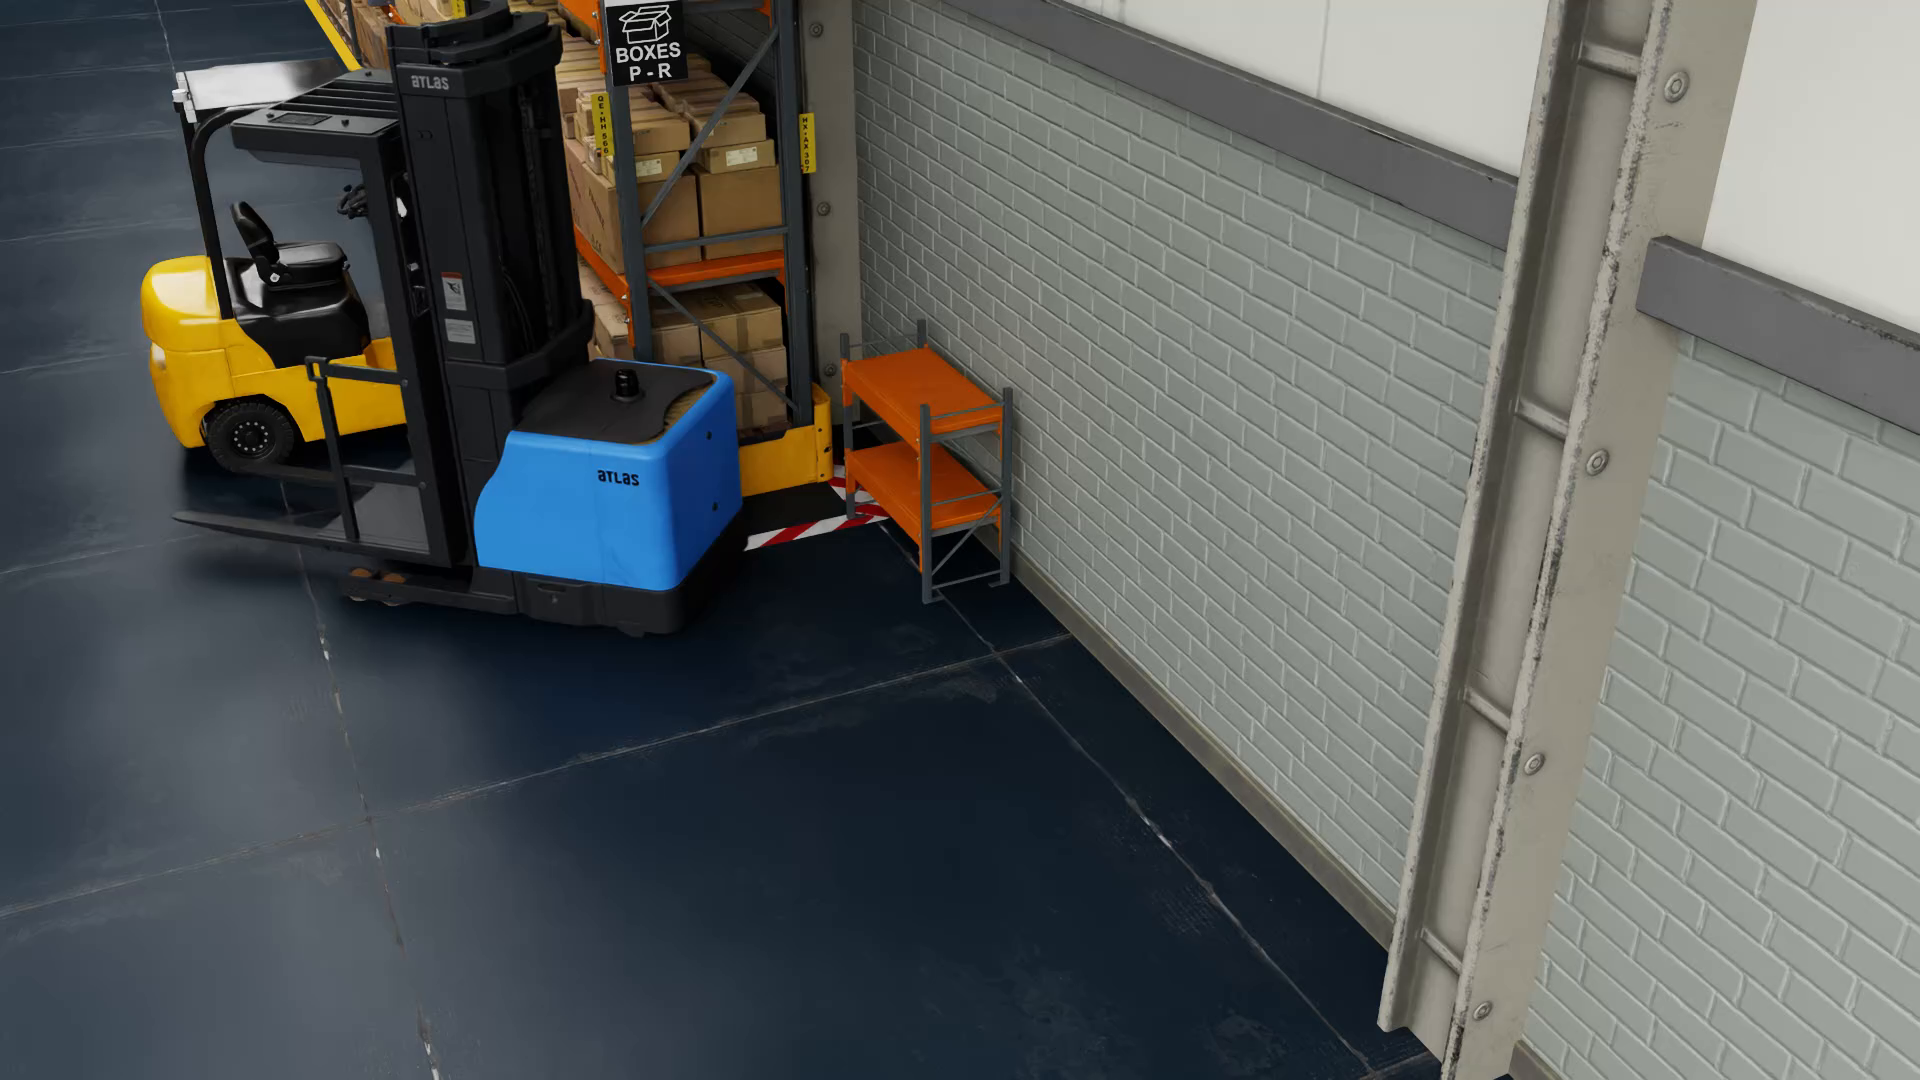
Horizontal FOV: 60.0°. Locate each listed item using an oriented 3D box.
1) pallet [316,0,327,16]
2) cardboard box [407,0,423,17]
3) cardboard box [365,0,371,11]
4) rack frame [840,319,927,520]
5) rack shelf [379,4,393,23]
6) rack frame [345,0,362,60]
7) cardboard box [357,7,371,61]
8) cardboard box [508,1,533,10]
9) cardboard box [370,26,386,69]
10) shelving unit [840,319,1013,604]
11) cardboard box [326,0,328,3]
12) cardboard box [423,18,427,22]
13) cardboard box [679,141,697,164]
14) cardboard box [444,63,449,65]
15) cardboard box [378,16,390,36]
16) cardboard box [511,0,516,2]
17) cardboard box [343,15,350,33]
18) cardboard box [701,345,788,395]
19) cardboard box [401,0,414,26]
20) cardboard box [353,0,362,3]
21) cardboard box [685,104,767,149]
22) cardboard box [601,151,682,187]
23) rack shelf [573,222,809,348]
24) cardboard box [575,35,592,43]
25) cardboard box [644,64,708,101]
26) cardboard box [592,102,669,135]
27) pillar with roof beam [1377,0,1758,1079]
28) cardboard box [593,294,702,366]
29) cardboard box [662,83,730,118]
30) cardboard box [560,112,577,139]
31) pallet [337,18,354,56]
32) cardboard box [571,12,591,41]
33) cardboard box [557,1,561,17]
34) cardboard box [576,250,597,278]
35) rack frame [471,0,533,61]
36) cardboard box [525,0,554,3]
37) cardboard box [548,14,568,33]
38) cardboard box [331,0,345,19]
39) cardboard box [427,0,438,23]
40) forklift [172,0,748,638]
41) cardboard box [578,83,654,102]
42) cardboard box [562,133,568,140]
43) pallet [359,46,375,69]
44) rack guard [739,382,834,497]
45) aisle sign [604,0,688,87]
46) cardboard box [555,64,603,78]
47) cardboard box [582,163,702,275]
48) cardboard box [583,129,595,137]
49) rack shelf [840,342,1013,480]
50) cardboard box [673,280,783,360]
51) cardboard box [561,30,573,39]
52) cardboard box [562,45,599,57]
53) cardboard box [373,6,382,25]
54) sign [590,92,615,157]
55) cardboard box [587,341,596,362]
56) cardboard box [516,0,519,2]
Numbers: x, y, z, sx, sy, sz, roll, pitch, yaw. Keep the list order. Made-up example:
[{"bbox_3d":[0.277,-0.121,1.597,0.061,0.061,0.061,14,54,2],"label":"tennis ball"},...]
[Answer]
[{"bbox_3d":[-7.836,-7.105,21.705,1.003,0.211,1.213,-13,32,-22],"label":"pallet"},{"bbox_3d":[-4.385,-4.622,14.067,0.500,0.250,0.500,-14,32,-23],"label":"cardboard box"},{"bbox_3d":[-6.271,-5.884,18.140,0.380,0.149,0.250,-15,33,-25],"label":"cardboard box"},{"bbox_3d":[-0.415,-0.663,9.282,0.500,1.125,0.032,-14,32,-23],"label":"rack frame"},{"bbox_3d":[-5.635,-5.742,17.159,1.077,0.370,4.000,-13,32,-22],"label":"rack shelf"},{"bbox_3d":[-6.494,-6.940,18.559,1.000,3.000,0.127,-13,32,-22],"label":"rack frame"},{"bbox_3d":[-6.252,-5.539,18.187,0.500,0.500,0.500,-14,32,-23],"label":"cardboard box"},{"bbox_3d":[-3.191,-3.659,11.639,0.380,0.149,0.250,-12,32,-21],"label":"cardboard box"},{"bbox_3d":[-5.825,-5.087,17.381,0.500,0.500,0.500,-14,32,-24],"label":"cardboard box"},{"bbox_3d":[-0.191,-0.440,8.884,0.538,1.125,1.048,-14,32,-23],"label":"shelving unit"},{"bbox_3d":[-7.702,-7.124,21.013,0.700,0.500,0.500,-12,31,-20],"label":"cardboard box"},{"bbox_3d":[-4.147,-4.181,13.793,0.500,0.250,0.500,-12,31,-20],"label":"cardboard box"},{"bbox_3d":[-1.417,-2.265,9.458,0.380,0.149,0.250,-13,32,-22],"label":"cardboard box"},{"bbox_3d":[-3.733,-3.729,12.987,0.500,0.250,0.500,-13,32,-22],"label":"cardboard box"},{"bbox_3d":[-5.762,-5.305,17.107,0.380,0.149,0.250,-15,32,-24],"label":"cardboard box"},{"bbox_3d":[-3.591,-4.066,12.669,0.380,0.149,0.250,-13,32,-22],"label":"cardboard box"},{"bbox_3d":[-6.998,-6.064,19.482,0.380,0.149,0.250,-14,32,-23],"label":"cardboard box"},{"bbox_3d":[-1.357,-1.092,10.001,0.500,0.250,0.500,-12,32,-21],"label":"cardboard box"},{"bbox_3d":[-4.596,-4.637,14.605,0.500,0.250,0.500,-14,32,-23],"label":"cardboard box"},{"bbox_3d":[-6.580,-6.101,18.527,0.380,0.149,0.250,-12,31,-20],"label":"cardboard box"},{"bbox_3d":[-1.294,-2.288,9.195,0.380,0.149,0.250,-14,32,-23],"label":"cardboard box"},{"bbox_3d":[-1.744,-2.060,9.091,0.380,0.149,0.250,-13,32,-21],"label":"cardboard box"},{"bbox_3d":[-2.201,-2.209,10.857,1.077,0.370,4.000,-13,32,-22],"label":"rack shelf"},{"bbox_3d":[-2.445,-3.422,11.521,0.380,0.149,0.250,-12,32,-21],"label":"cardboard box"},{"bbox_3d":[-1.730,-2.748,10.015,0.380,0.149,0.250,-12,31,-20],"label":"cardboard box"},{"bbox_3d":[-1.821,-2.312,9.236,0.380,0.149,0.250,-13,32,-22],"label":"cardboard box"},{"bbox_3d":[-2.140,-1.198,2.186,9.100,9.000,0.400,-13,32,-22],"label":"pillar with roof beam"},{"bbox_3d":[-1.822,-1.197,9.677,0.500,0.250,0.500,-12,31,-20],"label":"cardboard box"},{"bbox_3d":[-1.502,-2.525,9.616,0.380,0.149,0.250,-12,32,-21],"label":"cardboard box"},{"bbox_3d":[-2.190,-2.514,9.901,0.380,0.149,0.250,-14,32,-24],"label":"cardboard box"},{"bbox_3d":[-6.788,-6.027,19.782,1.003,0.211,1.213,-13,32,-22],"label":"pallet"},{"bbox_3d":[-2.454,-3.551,11.446,0.380,0.149,0.250,-13,32,-22],"label":"cardboard box"},{"bbox_3d":[-2.650,-3.785,11.863,0.380,0.149,0.250,-13,32,-22],"label":"cardboard box"},{"bbox_3d":[-2.272,-1.642,10.471,0.500,0.250,0.500,-13,32,-21],"label":"cardboard box"},{"bbox_3d":[-3.060,-3.406,12.257,1.000,3.000,0.127,-13,32,-22],"label":"rack frame"},{"bbox_3d":[-3.085,-4.062,12.662,0.380,0.149,0.250,-14,32,-24],"label":"cardboard box"},{"bbox_3d":[-2.879,-3.452,11.269,0.380,0.149,0.250,-14,32,-23],"label":"cardboard box"},{"bbox_3d":[-7.257,-6.665,20.196,0.700,0.500,0.500,-14,32,-24],"label":"cardboard box"},{"bbox_3d":[-3.943,-4.174,13.270,0.500,0.250,0.500,-12,32,-21],"label":"cardboard box"},{"bbox_3d":[-2.730,-1.175,8.349,3.031,2.935,1.130,7,30,13],"label":"forklift"},{"bbox_3d":[-1.997,-2.547,9.656,0.380,0.149,0.250,-13,32,-22],"label":"cardboard box"},{"bbox_3d":[-2.226,-2.302,10.186,0.500,0.500,0.500,-14,32,-23],"label":"cardboard box"},{"bbox_3d":[-6.111,-5.372,18.614,1.003,0.211,1.213,-13,32,-22],"label":"pallet"},{"bbox_3d":[-1.332,-0.538,9.698,1.175,0.500,0.348,-13,32,-22],"label":"rack guard"},{"bbox_3d":[-1.579,-2.682,8.308,0.394,0.787,0.004,-13,32,-22],"label":"aisle sign"},{"bbox_3d":[-2.325,-2.752,10.021,0.380,0.149,0.250,-12,32,-21],"label":"cardboard box"},{"bbox_3d":[-1.791,-1.845,9.371,0.500,0.500,0.500,-14,32,-23],"label":"cardboard box"},{"bbox_3d":[-1.937,-2.294,9.508,0.380,0.149,0.250,-12,32,-21],"label":"cardboard box"},{"bbox_3d":[-0.191,-0.695,8.741,0.538,0.278,1.000,-14,32,-23],"label":"rack shelf"},{"bbox_3d":[-1.378,-1.311,9.881,0.500,0.250,0.500,-14,32,-23],"label":"cardboard box"},{"bbox_3d":[-2.726,-3.207,10.833,0.380,0.149,0.250,-14,32,-23],"label":"cardboard box"},{"bbox_3d":[-2.443,-3.000,10.464,0.380,0.149,0.250,-13,32,-22],"label":"cardboard box"},{"bbox_3d":[-5.963,-5.538,17.522,0.380,0.149,0.250,-12,31,-20],"label":"cardboard box"},{"bbox_3d":[-1.838,-2.139,8.572,0.100,0.325,0.005,-13,32,-22],"label":"sign"},{"bbox_3d":[-2.039,-1.214,10.219,0.500,0.250,0.500,-13,32,-22],"label":"cardboard box"},{"bbox_3d":[-3.319,-4.281,13.052,0.380,0.149,0.250,-13,32,-22],"label":"cardboard box"}]
